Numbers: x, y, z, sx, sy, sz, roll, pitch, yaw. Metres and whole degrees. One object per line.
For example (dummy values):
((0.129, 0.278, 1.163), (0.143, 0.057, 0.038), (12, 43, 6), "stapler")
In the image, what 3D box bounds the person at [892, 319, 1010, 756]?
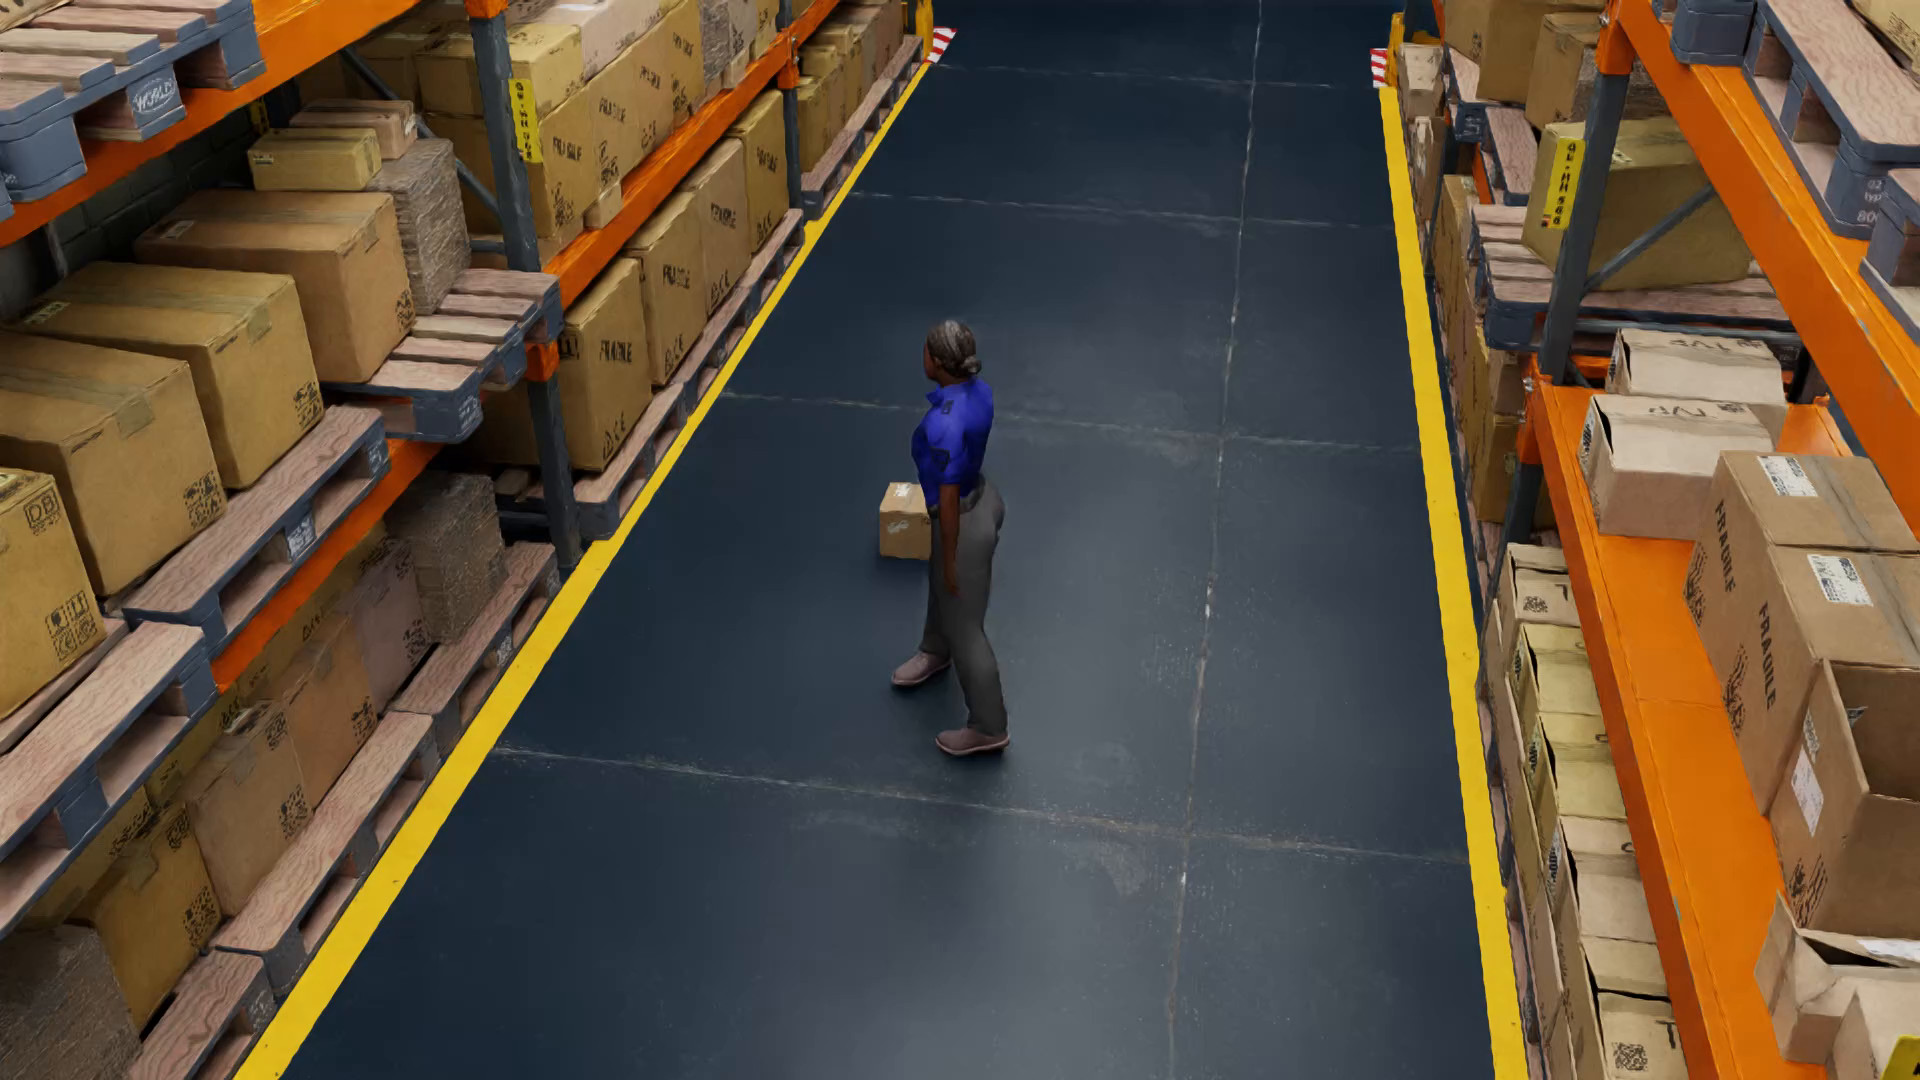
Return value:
((-0.025, -0.022, 6.193), (0.551, 1.659, 0.595), (7, 33, 11), "person")
